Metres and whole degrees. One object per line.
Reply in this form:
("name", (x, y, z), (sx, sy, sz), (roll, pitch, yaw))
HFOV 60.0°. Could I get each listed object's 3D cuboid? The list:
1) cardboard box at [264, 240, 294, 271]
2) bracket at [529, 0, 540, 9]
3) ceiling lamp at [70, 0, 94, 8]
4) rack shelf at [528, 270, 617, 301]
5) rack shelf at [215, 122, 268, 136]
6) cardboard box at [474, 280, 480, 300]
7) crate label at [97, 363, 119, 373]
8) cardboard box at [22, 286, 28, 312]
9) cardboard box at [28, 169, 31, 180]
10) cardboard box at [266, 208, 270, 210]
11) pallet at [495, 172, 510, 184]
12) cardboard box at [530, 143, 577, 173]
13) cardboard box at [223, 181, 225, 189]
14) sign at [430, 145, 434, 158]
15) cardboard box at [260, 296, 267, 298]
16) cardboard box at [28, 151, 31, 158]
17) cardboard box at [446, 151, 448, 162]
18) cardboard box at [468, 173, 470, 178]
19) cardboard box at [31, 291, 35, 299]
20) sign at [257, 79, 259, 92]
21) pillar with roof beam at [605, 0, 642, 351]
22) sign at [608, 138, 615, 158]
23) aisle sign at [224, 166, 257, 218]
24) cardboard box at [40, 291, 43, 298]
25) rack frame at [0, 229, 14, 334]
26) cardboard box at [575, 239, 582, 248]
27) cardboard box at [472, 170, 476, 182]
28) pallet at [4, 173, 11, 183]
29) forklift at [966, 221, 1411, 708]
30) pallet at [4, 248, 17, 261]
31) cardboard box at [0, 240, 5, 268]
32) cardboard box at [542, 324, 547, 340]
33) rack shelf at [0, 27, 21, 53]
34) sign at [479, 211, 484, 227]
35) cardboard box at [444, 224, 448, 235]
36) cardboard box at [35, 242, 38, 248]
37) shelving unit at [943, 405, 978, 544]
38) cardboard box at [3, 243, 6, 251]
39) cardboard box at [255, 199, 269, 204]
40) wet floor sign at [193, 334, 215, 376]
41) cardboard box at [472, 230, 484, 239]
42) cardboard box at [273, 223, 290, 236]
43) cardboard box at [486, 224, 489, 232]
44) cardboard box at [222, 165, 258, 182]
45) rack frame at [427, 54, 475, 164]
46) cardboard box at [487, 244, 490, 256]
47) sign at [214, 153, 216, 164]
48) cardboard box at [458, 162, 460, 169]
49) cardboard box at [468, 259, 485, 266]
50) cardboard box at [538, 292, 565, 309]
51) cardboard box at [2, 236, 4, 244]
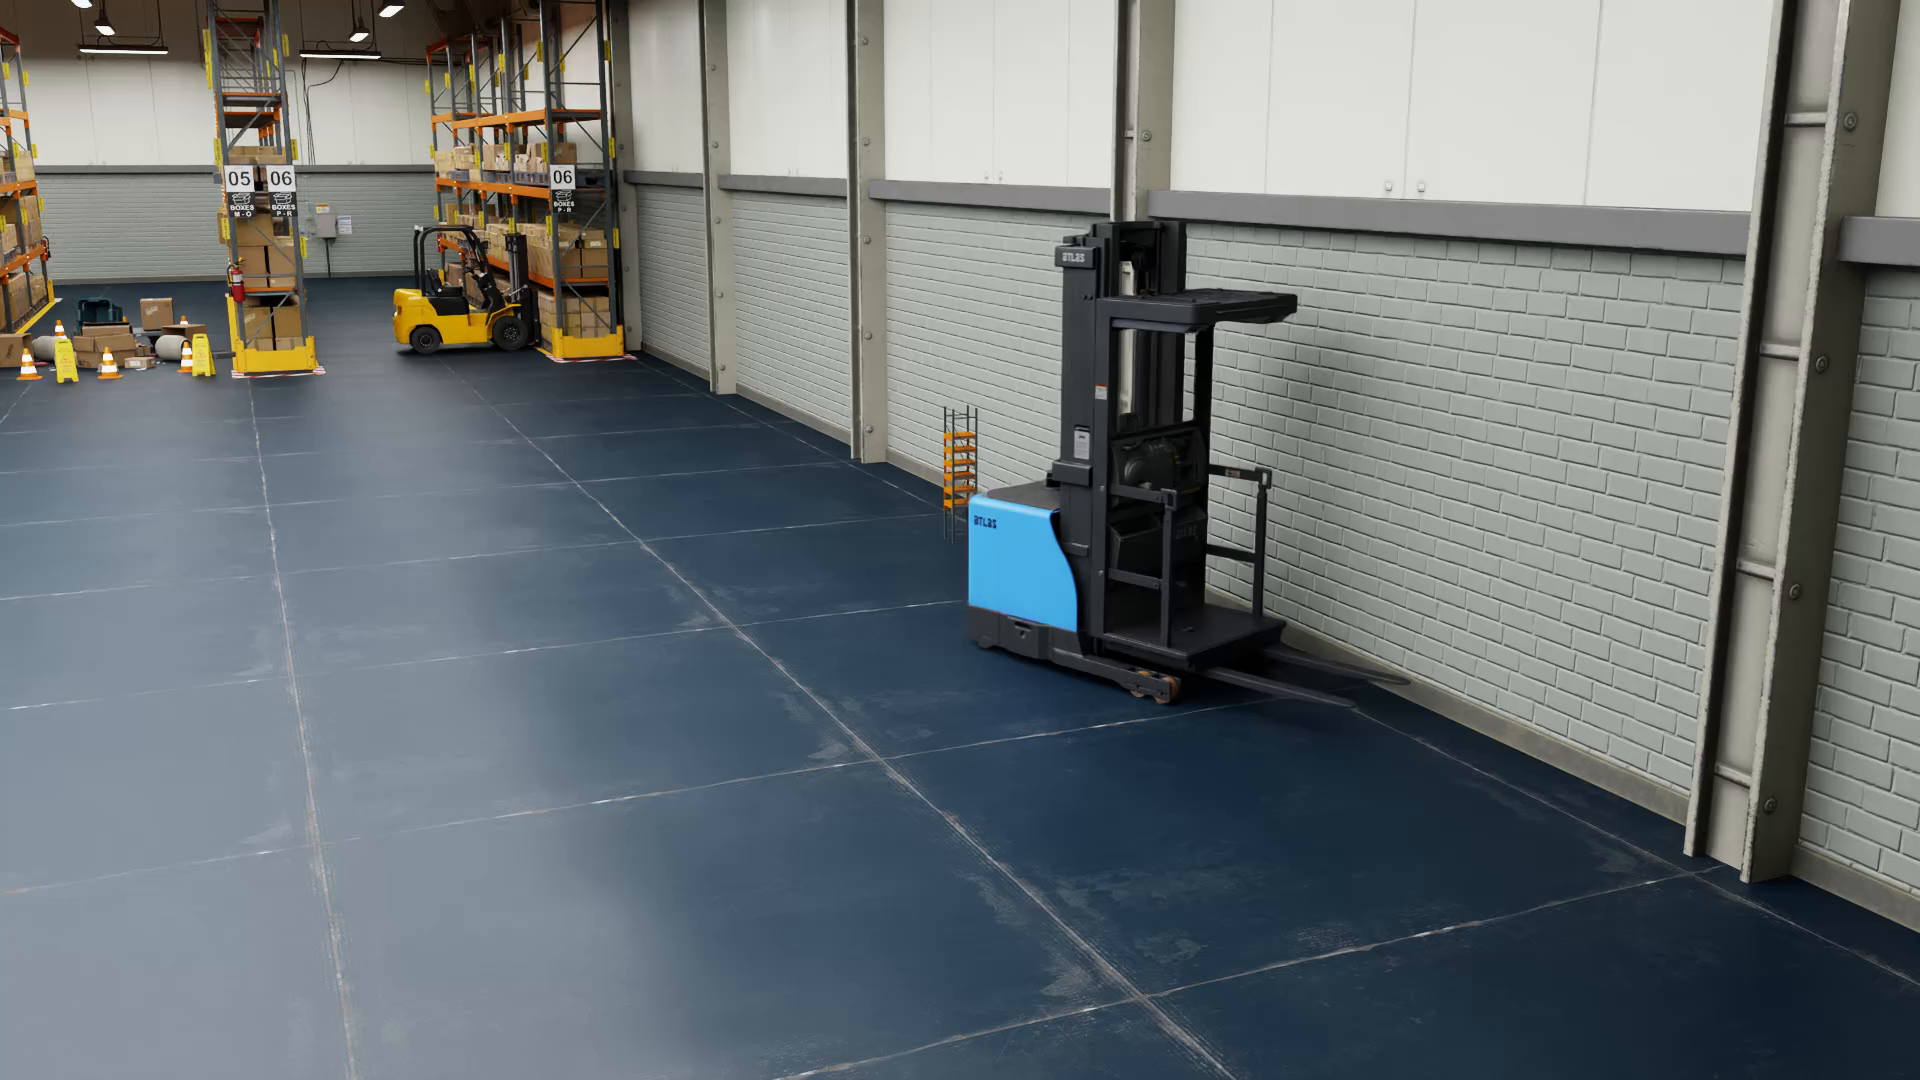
("cardboard box", (-11.483, -4.809, 28.115), (0.500, 0.500, 0.500), (-6, 14, -24))
("bracket", (-8.390, -10.649, 32.941), (0.235, 0.232, 0.430), (-6, 14, -23))
("ceiling lamp", (-14.470, -10.544, 27.526), (0.800, 3.185, 2.000), (-6, 14, -23))
("rack shelf", (-7.175, -4.688, 30.069), (1.077, 0.370, 4.000), (-6, 14, -23))
("rack shelf", (-14.926, -8.620, 34.639), (1.077, 0.370, 4.000), (-6, 14, -23))
("cardboard box", (-10.573, -5.651, 37.246), (0.500, 0.500, 0.500), (-6, 14, -25))
("crate label", (-13.528, -2.740, 26.407), (0.298, 0.136, 0.250), (9, 16, 35))
("cardboard box", (-19.490, -4.938, 34.167), (0.500, 0.500, 0.500), (-6, 14, -24))
("cardboard box", (-21.003, -8.124, 36.999), (0.500, 0.250, 0.500), (-5, 14, -21))
("cardboard box", (-14.099, -6.489, 33.816), (0.500, 0.500, 0.500), (-6, 14, -25))
("pallet", (-8.774, -7.285, 33.459), (1.003, 0.211, 1.213), (-5, 14, -20))
("cardboard box", (-7.093, -6.679, 29.048), (0.700, 0.500, 0.500), (-6, 14, -23))
("cardboard box", (-11.976, -5.877, 27.516), (0.380, 0.149, 0.250), (-6, 14, -24))
("sign", (-13.280, -9.769, 41.837), (0.100, 0.325, 0.005), (-6, 14, -23))
("cardboard box", (-12.309, -3.977, 28.906), (0.500, 0.500, 0.500), (-5, 14, -21))
("cardboard box", (-21.423, -8.798, 37.918), (0.380, 0.149, 0.250), (-6, 14, -23))
("cardboard box", (-12.010, -9.174, 39.766), (0.500, 0.250, 0.500), (-5, 14, -22))
("cardboard box", (-11.596, -8.491, 38.811), (0.380, 0.149, 0.250), (-6, 14, -23))
("cardboard box", (-20.075, -5.252, 35.642), (0.380, 0.149, 0.250), (-5, 14, -20))
("sign", (-16.827, -10.944, 39.954), (0.100, 0.325, 0.005), (-6, 14, -23))
("pillar with roof beam", (-9.772, -7.385, 26.820), (9.100, 9.000, 0.400), (-6, 14, -23))
("sign", (-5.863, -6.600, 27.968), (0.100, 0.325, 0.005), (-6, 14, -23))
("aisle sign", (-11.162, -5.404, 25.801), (0.394, 0.787, 0.004), (-6, 14, -23))
("cardboard box", (-20.930, -5.537, 37.531), (0.380, 0.149, 0.250), (-6, 14, -25))
("rack frame", (-18.620, -5.361, 31.382), (1.000, 3.000, 0.127), (-6, 14, -23))
("cardboard box", (-6.430, -5.129, 28.718), (0.380, 0.149, 0.250), (-6, 14, -23))
("cardboard box", (-10.209, -7.855, 35.835), (0.500, 0.250, 0.500), (-6, 14, -23))
("pallet", (-19.655, -7.206, 33.118), (1.213, 0.211, 1.003), (-6, 14, -23))
("forklift", (1.443, -0.531, 10.666), (3.031, 2.935, 1.130), (13, 18, 43))
("pallet", (-19.451, -5.673, 33.155), (1.003, 0.211, 1.213), (-6, 14, -23))
("cardboard box", (-18.194, -5.341, 31.073), (0.500, 0.500, 0.500), (-6, 14, -23))
("cardboard box", (-7.042, -3.663, 29.209), (0.500, 0.250, 0.500), (-6, 14, -23))
("rack shelf", (-21.024, -10.792, 35.768), (1.077, 0.370, 4.000), (-6, 14, -23))
("sign", (-10.072, -6.753, 35.002), (0.100, 0.325, 0.005), (-6, 14, -23))
("cardboard box", (-12.440, -7.676, 41.058), (0.500, 0.250, 0.500), (-6, 14, -24))
("cardboard box", (-21.132, -6.694, 37.697), (0.380, 0.149, 0.250), (-5, 14, -21))
("shelving unit", (0.006, -0.582, 14.722), (0.258, 1.200, 0.189), (-6, 14, -23))
("cardboard box", (-19.049, -5.776, 32.798), (0.380, 0.149, 0.250), (-5, 14, -21))
("cardboard box", (-15.616, -7.596, 37.160), (0.380, 0.149, 0.250), (-6, 14, -24))
("wet floor sign", (-11.825, -2.893, 25.941), (0.267, 0.644, 0.232), (-1, 13, -4))
("cardboard box", (-10.298, -6.599, 36.129), (0.500, 0.250, 0.500), (-6, 14, -26))
("cardboard box", (-12.448, -5.524, 30.271), (0.500, 0.500, 0.500), (-5, 14, -22))
("cardboard box", (-9.721, -6.551, 34.860), (0.380, 0.149, 0.250), (-5, 14, -21))
("cardboard box", (-11.373, -5.791, 26.259), (0.500, 0.250, 0.500), (-6, 14, -24))
("rack frame", (-12.783, -10.854, 41.809), (1.000, 3.000, 0.127), (-6, 14, -23))
("cardboard box", (-9.625, -6.091, 34.870), (0.500, 0.250, 0.500), (-6, 14, -23))
("sign", (-16.235, -8.357, 36.351), (0.100, 0.325, 0.005), (-6, 14, -23))
("cardboard box", (-11.014, -8.389, 37.214), (0.380, 0.149, 0.250), (-6, 14, -24))
("cardboard box", (-11.133, -6.405, 38.405), (0.380, 0.149, 0.250), (-6, 14, -26))
("cardboard box", (-7.266, -4.253, 29.542), (0.500, 0.250, 0.500), (-5, 14, -22))
("cardboard box", (-18.952, -5.869, 32.542), (0.380, 0.149, 0.250), (-6, 14, -23))
